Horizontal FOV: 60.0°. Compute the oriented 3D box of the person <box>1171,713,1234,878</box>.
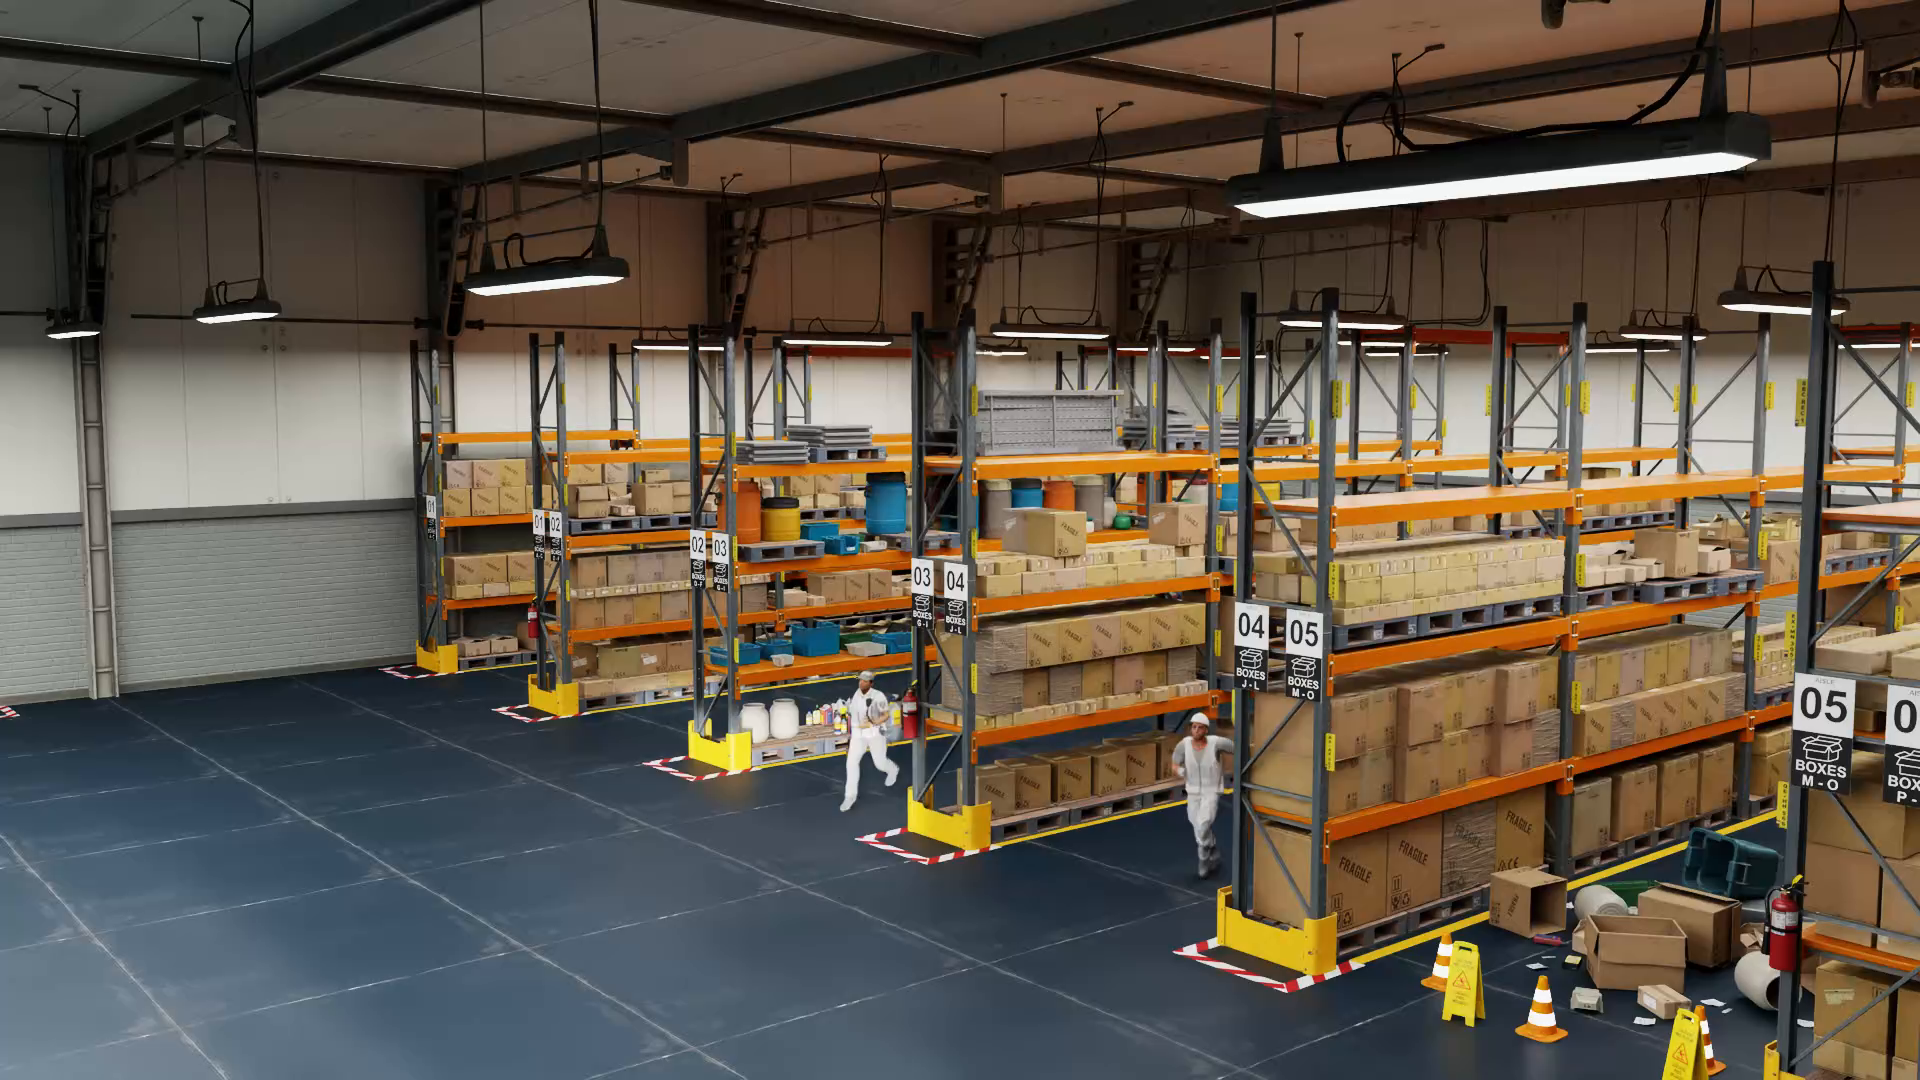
[{"bbox_3d":[2.558,2.661,17.407,0.697,1.742,0.807,3,6,26],"label":"person"}]

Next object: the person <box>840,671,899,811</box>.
[{"bbox_3d":[-1.101,2.448,20.635,0.575,1.681,1.094,3,6,26],"label":"person"}]
